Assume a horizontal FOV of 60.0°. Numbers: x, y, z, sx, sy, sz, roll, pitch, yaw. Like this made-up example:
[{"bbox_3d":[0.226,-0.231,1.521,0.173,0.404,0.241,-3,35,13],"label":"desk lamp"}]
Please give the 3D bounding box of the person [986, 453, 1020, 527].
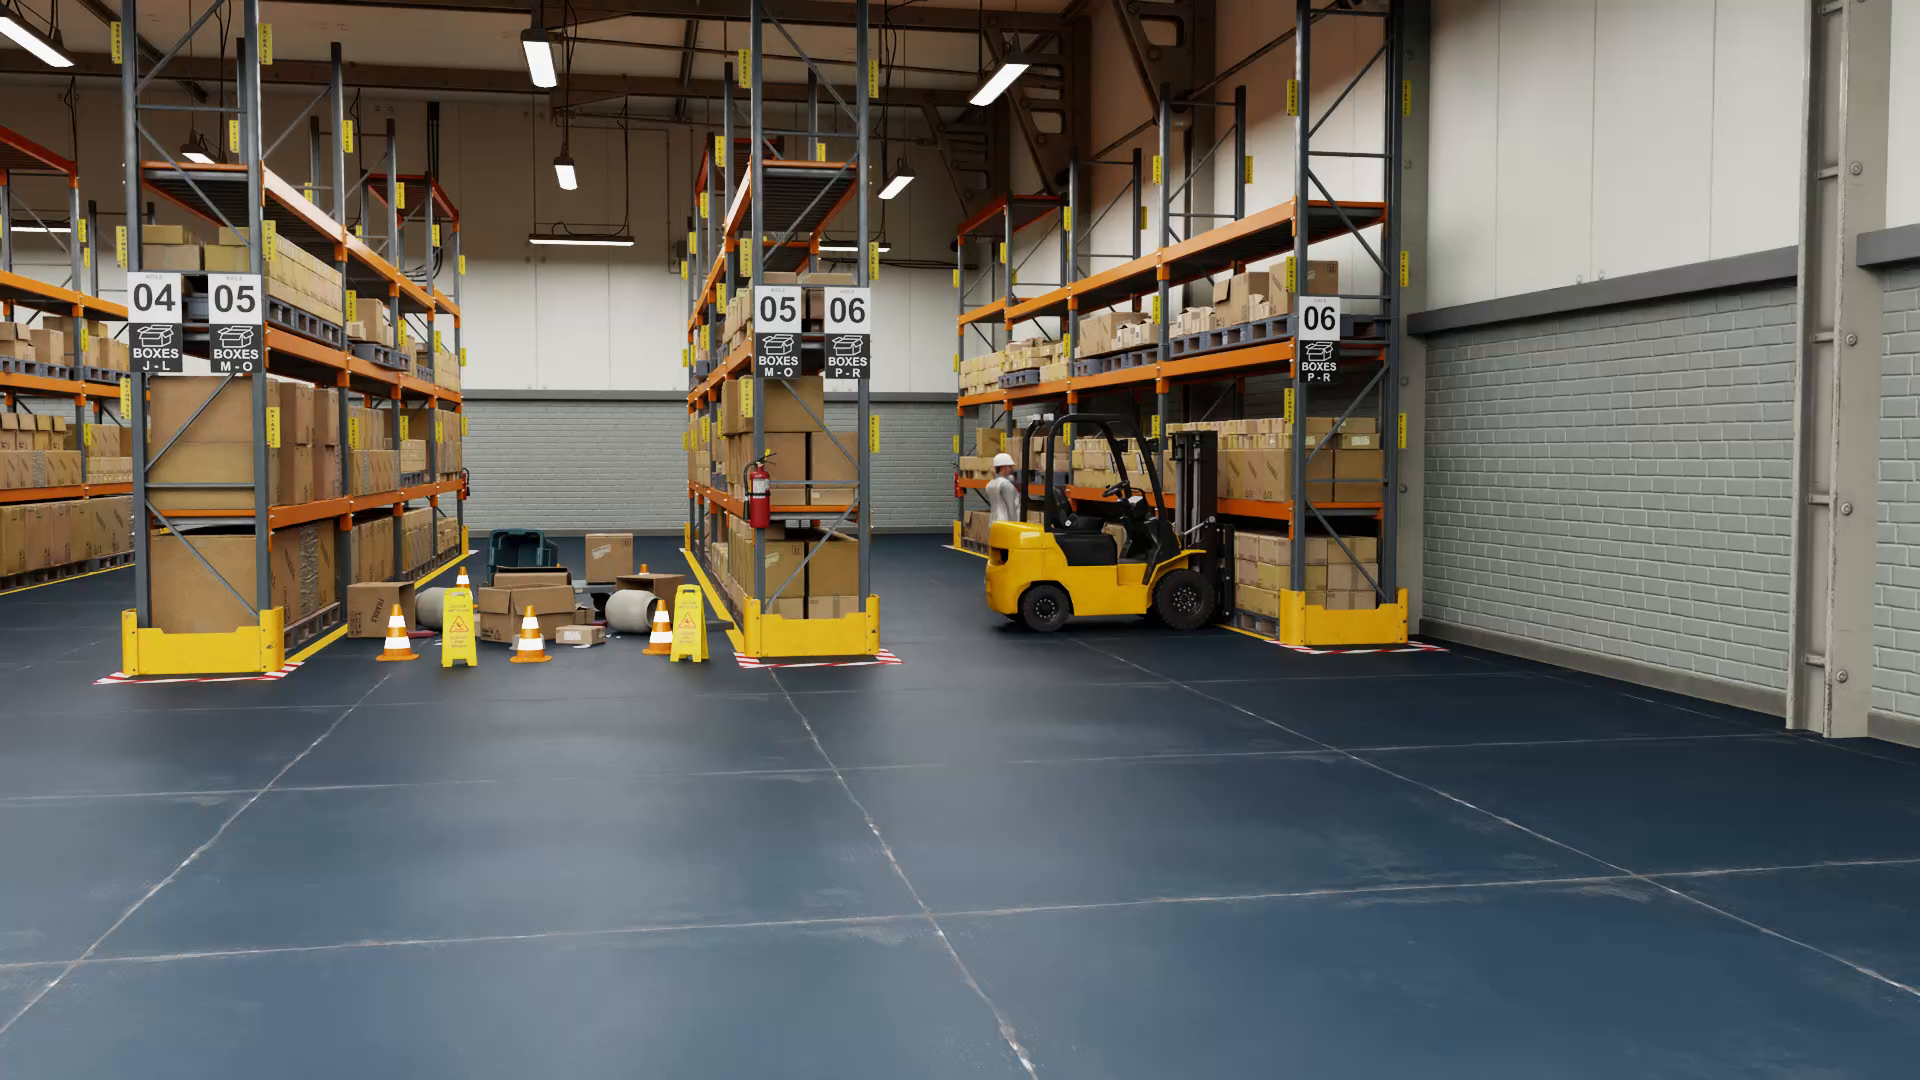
[{"bbox_3d":[0.604,-0.143,19.624,0.647,1.762,0.577,-1,3,-27],"label":"person"}]
